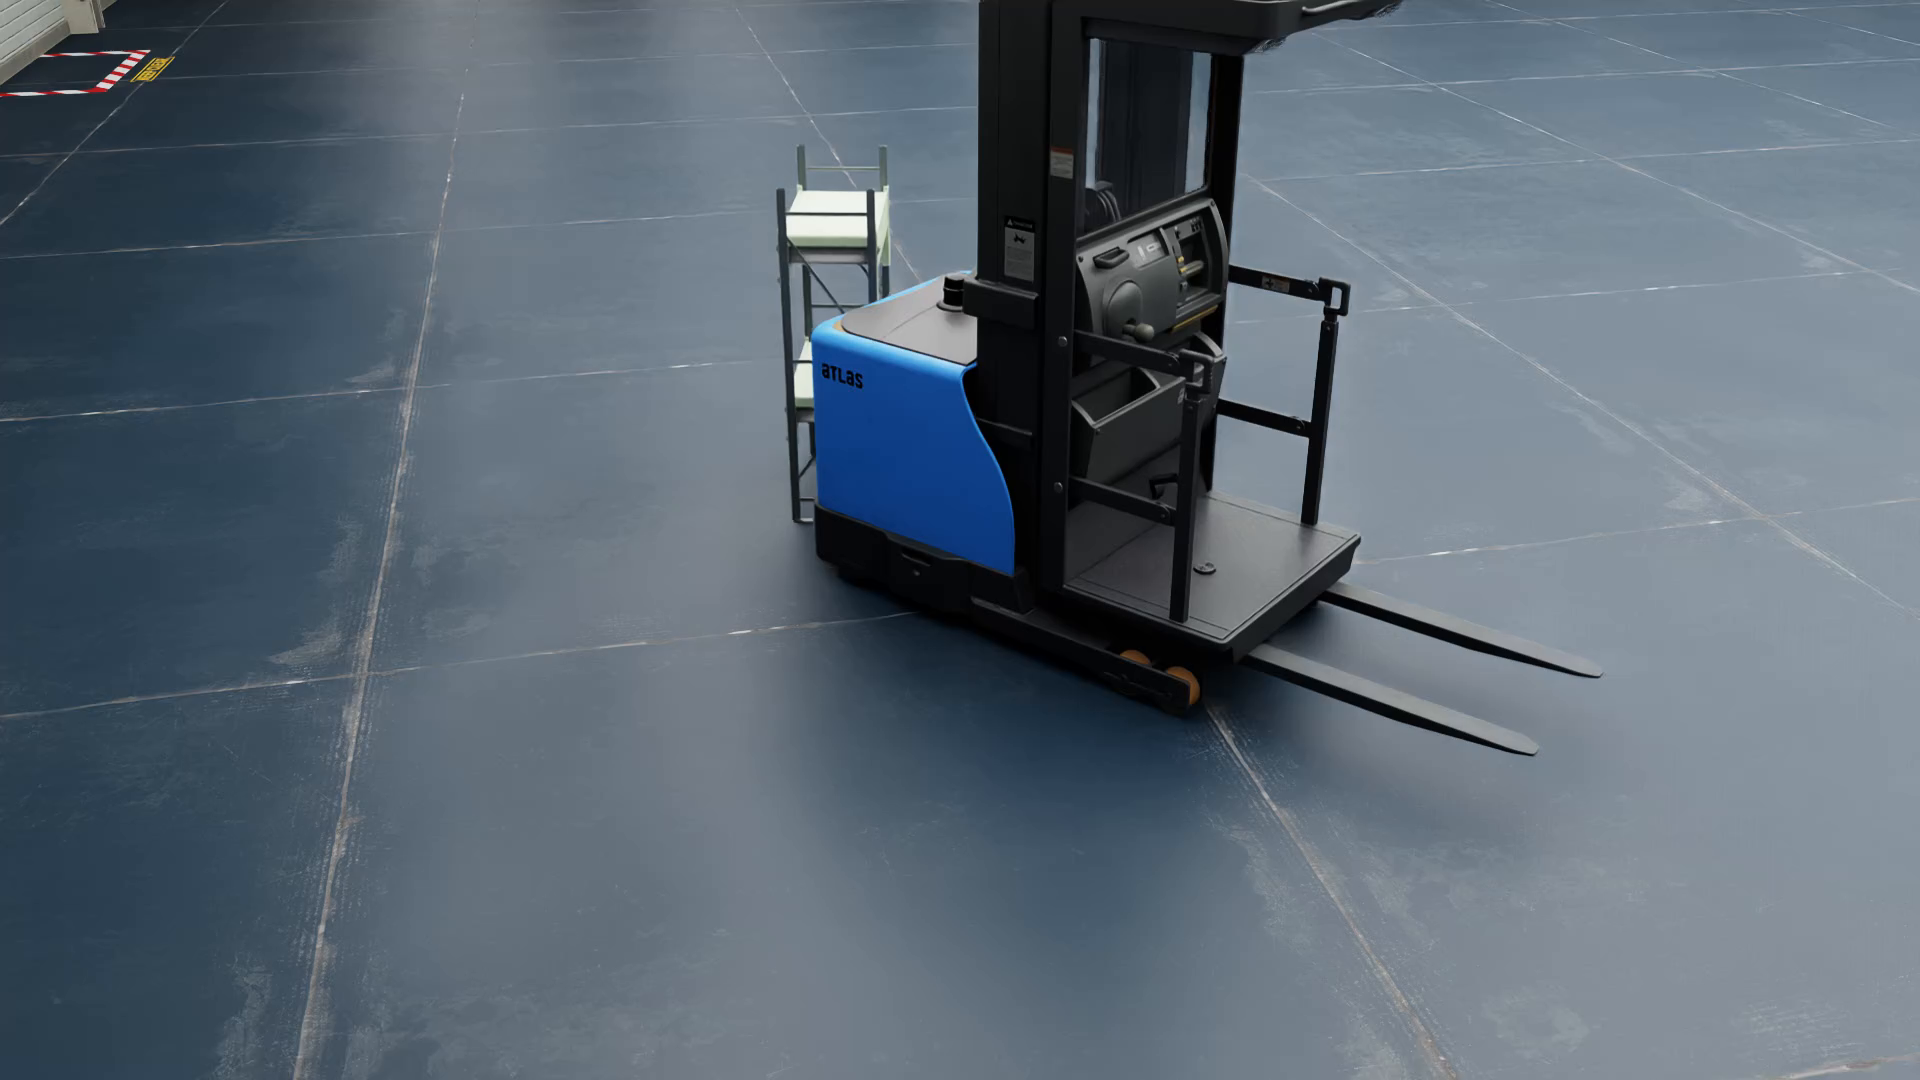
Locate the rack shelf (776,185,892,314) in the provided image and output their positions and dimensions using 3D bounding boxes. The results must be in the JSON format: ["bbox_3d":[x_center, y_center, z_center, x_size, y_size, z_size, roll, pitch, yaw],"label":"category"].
[{"bbox_3d":[-0.535,-1.267,7.230,0.431,0.370,0.720,1,27,1],"label":"rack shelf"}]

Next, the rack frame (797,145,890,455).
[{"bbox_3d":[-0.525,-1.084,7.732,0.400,1.500,0.023,1,27,1],"label":"rack frame"}]

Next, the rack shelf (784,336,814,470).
[{"bbox_3d":[-0.535,-0.628,7.553,0.431,0.370,0.720,1,27,1],"label":"rack shelf"}]

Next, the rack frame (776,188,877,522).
[{"bbox_3d":[-0.546,-0.754,7.079,0.400,1.500,0.023,1,27,1],"label":"rack frame"}]

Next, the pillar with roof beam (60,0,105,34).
[{"bbox_3d":[-5.500,-10.110,17.294,9.100,9.000,0.400,-6,27,-12],"label":"pillar with roof beam"}]

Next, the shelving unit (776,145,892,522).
[{"bbox_3d":[-0.535,-0.919,7.406,0.431,1.500,0.755,1,27,1],"label":"shelving unit"}]

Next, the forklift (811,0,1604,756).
[{"bbox_3d":[0.869,-0.952,5.884,3.031,2.935,1.130,19,33,33],"label":"forklift"}]
